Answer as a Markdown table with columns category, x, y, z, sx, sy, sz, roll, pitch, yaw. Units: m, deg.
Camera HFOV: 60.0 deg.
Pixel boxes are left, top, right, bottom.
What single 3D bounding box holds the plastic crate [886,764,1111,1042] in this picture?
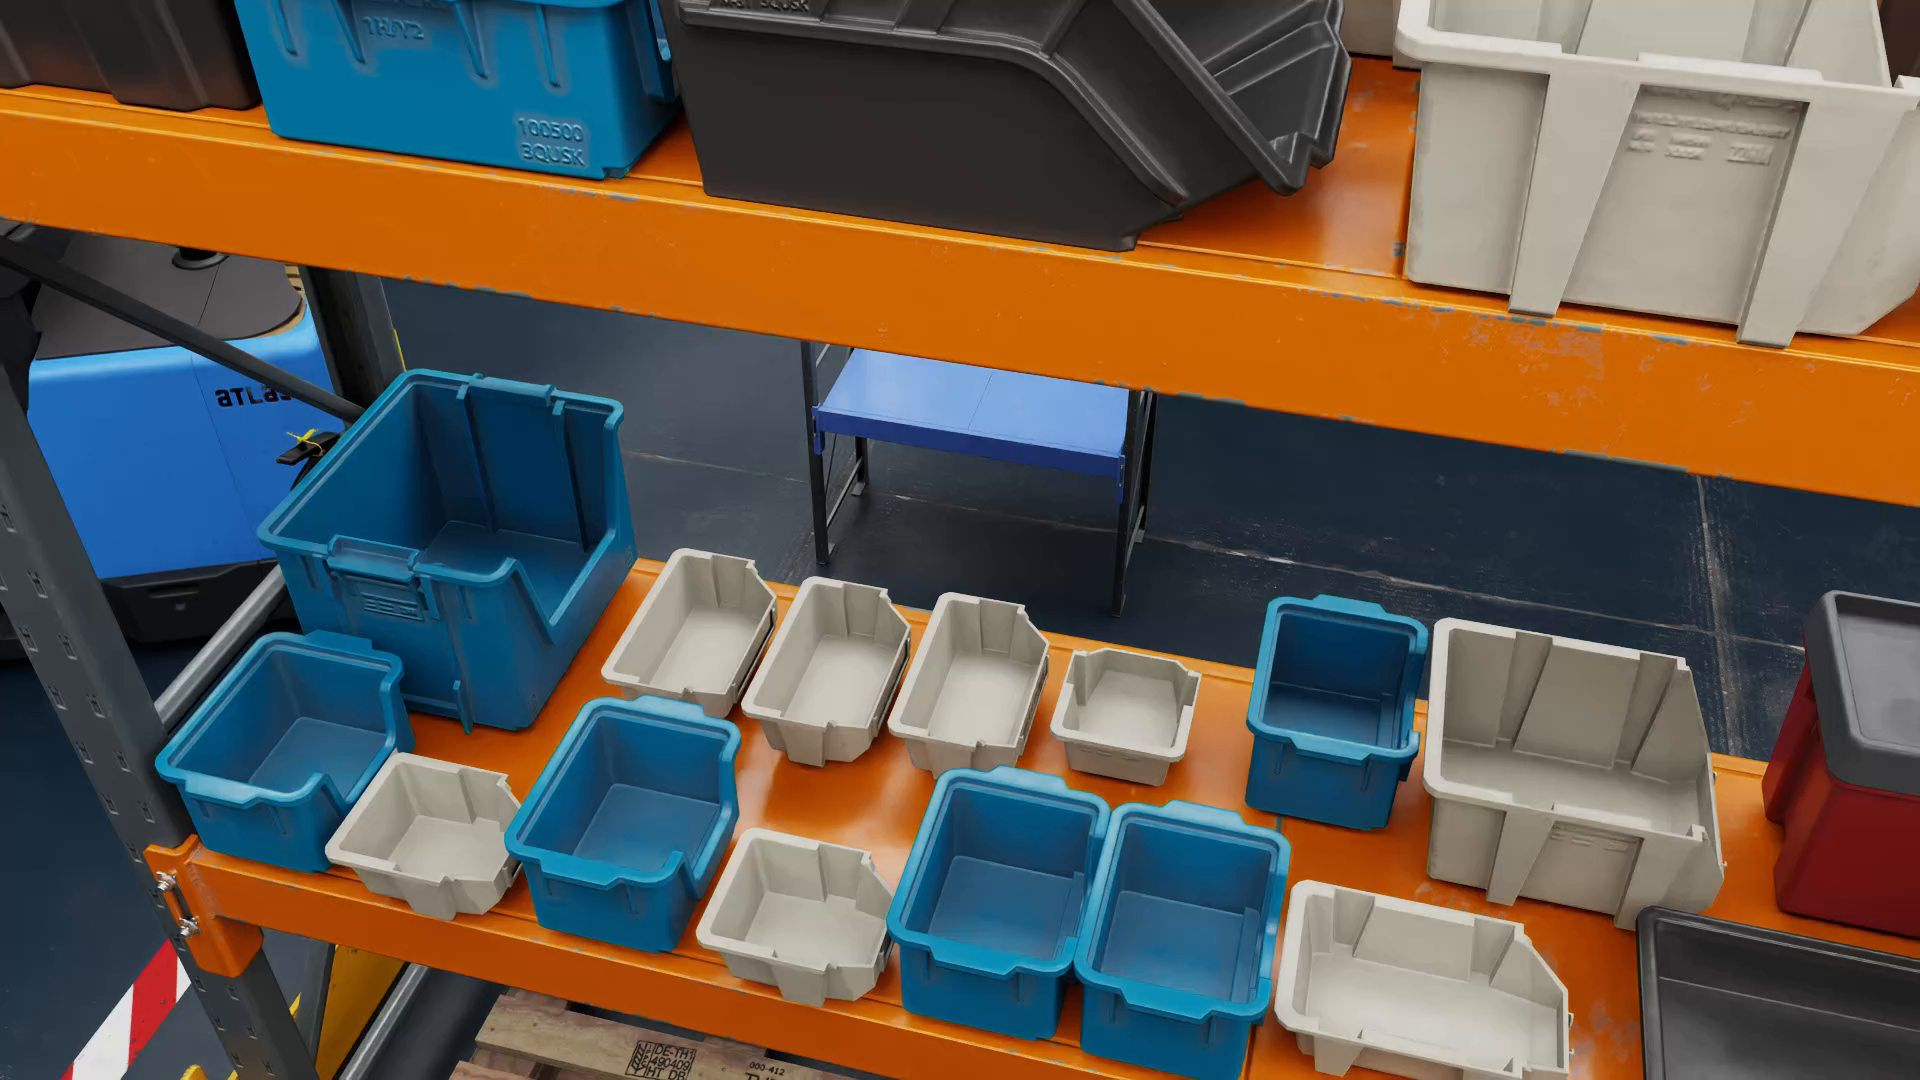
| category | x | y | z | sx | sy | sz | roll | pitch | yaw |
| --- | --- | --- | --- | --- | --- | --- | --- | --- | --- |
| plastic crate | 0.068 | 0.613 | 2.771 | 0.300 | 0.233 | 0.416 | 10 | 41 | 11 |

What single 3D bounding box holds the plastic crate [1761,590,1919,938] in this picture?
| category | x | y | z | sx | sy | sz | roll | pitch | yaw |
| --- | --- | --- | --- | --- | --- | --- | --- | --- | --- |
| plastic crate | 1.709 | 0.421 | 2.820 | 0.583 | 0.464 | 0.402 | 10 | 41 | 11 |

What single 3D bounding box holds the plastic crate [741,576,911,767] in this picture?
| category | x | y | z | sx | sy | sz | roll | pitch | yaw |
| --- | --- | --- | --- | --- | --- | --- | --- | --- | --- |
| plastic crate | -0.246 | 0.266 | 3.259 | 0.243 | 0.136 | 0.396 | 10 | 41 | 11 |

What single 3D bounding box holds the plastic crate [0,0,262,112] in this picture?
| category | x | y | z | sx | sy | sz | roll | pitch | yaw |
| --- | --- | --- | --- | --- | --- | --- | --- | --- | --- |
| plastic crate | -1.057 | -0.754 | 2.084 | 0.590 | 0.269 | 0.497 | 10 | 41 | 11 |

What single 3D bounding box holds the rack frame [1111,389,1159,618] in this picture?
| category | x | y | z | sx | sy | sz | roll | pitch | yaw |
| --- | --- | --- | --- | --- | --- | --- | --- | --- | --- |
| rack frame | 0.573 | -0.476 | 5.150 | 0.032 | 1.500 | 0.500 | 10 | 41 | 11 |

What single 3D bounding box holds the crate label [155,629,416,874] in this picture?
| category | x | y | z | sx | sy | sz | roll | pitch | yaw |
| --- | --- | --- | --- | --- | --- | --- | --- | --- | --- |
| crate label | -1.204 | 0.394 | 3.032 | 0.303 | 0.233 | 0.416 | 10 | 41 | 11 |

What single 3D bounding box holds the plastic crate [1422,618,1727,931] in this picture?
| category | x | y | z | sx | sy | sz | roll | pitch | yaw |
| --- | --- | --- | --- | --- | --- | --- | --- | --- | --- |
| plastic crate | 1.080 | 0.427 | 2.955 | 0.530 | 0.282 | 0.437 | 10 | 41 | 11 |

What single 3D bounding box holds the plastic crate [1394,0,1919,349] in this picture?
| category | x | y | z | sx | sy | sz | roll | pitch | yaw |
| --- | --- | --- | --- | --- | --- | --- | --- | --- | --- |
| plastic crate | 0.704 | -0.435 | 1.696 | 0.530 | 0.282 | 0.437 | 10 | 41 | 11 |

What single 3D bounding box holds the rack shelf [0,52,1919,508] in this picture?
| category | x | y | z | sx | sy | sz | roll | pitch | yaw |
| --- | --- | --- | --- | --- | --- | --- | --- | --- | --- |
| rack shelf | 0.575 | -0.433 | 2.160 | 4.000 | 0.370 | 1.077 | 10 | 41 | 11 |

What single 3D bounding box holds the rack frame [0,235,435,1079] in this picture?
| category | x | y | z | sx | sy | sz | roll | pitch | yaw |
| --- | --- | --- | --- | --- | --- | --- | --- | --- | --- |
| rack frame | -1.357 | 0.108 | 3.289 | 0.127 | 3.000 | 1.000 | 10 | 41 | 11 |

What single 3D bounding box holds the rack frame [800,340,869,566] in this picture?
| category | x | y | z | sx | sy | sz | roll | pitch | yaw |
| --- | --- | --- | --- | --- | --- | --- | --- | --- | --- |
| rack frame | -0.409 | -0.645 | 5.351 | 0.032 | 1.500 | 0.500 | 10 | 41 | 11 |

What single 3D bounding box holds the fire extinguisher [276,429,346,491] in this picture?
| category | x | y | z | sx | sy | sz | roll | pitch | yaw |
| --- | --- | --- | --- | --- | --- | --- | --- | --- | --- |
| fire extinguisher | -1.385 | -0.027 | 3.800 | 0.183 | 0.674 | 0.296 | 10 | 41 | 11 |

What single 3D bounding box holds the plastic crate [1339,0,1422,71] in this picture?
| category | x | y | z | sx | sy | sz | roll | pitch | yaw |
| --- | --- | --- | --- | --- | --- | --- | --- | --- | --- |
| plastic crate | 0.703 | -0.751 | 2.184 | 0.530 | 0.136 | 0.437 | 10 | 41 | 11 |

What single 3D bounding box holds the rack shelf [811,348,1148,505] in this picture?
| category | x | y | z | sx | sy | sz | roll | pitch | yaw |
| --- | --- | --- | --- | --- | --- | --- | --- | --- | --- |
| rack shelf | 0.082 | -0.422 | 5.366 | 1.000 | 0.185 | 0.538 | 10 | 41 | 11 |

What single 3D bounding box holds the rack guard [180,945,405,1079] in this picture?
| category | x | y | z | sx | sy | sz | roll | pitch | yaw |
| --- | --- | --- | --- | --- | --- | --- | --- | --- | --- |
| rack guard | -1.383 | 1.069 | 4.088 | 0.348 | 0.500 | 1.175 | 10 | 41 | 11 |

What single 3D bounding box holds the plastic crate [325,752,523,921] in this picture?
| category | x | y | z | sx | sy | sz | roll | pitch | yaw |
| --- | --- | --- | --- | --- | --- | --- | --- | --- | --- |
| plastic crate | -0.915 | 0.536 | 2.938 | 0.298 | 0.136 | 0.250 | 10 | 41 | 11 |

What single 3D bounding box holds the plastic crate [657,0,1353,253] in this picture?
| category | x | y | z | sx | sy | sz | roll | pitch | yaw |
| --- | --- | --- | --- | --- | --- | --- | --- | --- | --- |
| plastic crate | 0.048 | -0.592 | 1.839 | 0.767 | 0.338 | 0.504 | 10 | 41 | 11 |

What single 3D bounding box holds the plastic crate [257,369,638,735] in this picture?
| category | x | y | z | sx | sy | sz | roll | pitch | yaw |
| --- | --- | --- | --- | --- | --- | --- | --- | --- | --- |
| plastic crate | -0.985 | 0.011 | 3.331 | 0.499 | 0.435 | 0.616 | 10 | 41 | 11 |

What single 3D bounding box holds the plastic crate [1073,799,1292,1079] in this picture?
| category | x | y | z | sx | sy | sz | roll | pitch | yaw |
| --- | --- | --- | --- | --- | --- | --- | --- | --- | --- |
| plastic crate | 0.358 | 0.663 | 2.712 | 0.300 | 0.233 | 0.416 | 10 | 41 | 11 |

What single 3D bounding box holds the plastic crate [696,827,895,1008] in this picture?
| category | x | y | z | sx | sy | sz | roll | pitch | yaw |
| --- | --- | --- | --- | --- | --- | --- | --- | --- | --- |
| plastic crate | -0.260 | 0.649 | 2.804 | 0.298 | 0.136 | 0.250 | 10 | 41 | 11 |

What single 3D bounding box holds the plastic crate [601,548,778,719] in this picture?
| category | x | y | z | sx | sy | sz | roll | pitch | yaw |
| --- | --- | --- | --- | --- | --- | --- | --- | --- | --- |
| plastic crate | -0.522 | 0.209 | 3.327 | 0.243 | 0.136 | 0.396 | 10 | 41 | 11 |

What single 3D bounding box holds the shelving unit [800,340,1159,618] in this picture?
| category | x | y | z | sx | sy | sz | roll | pitch | yaw |
| --- | --- | --- | --- | --- | --- | --- | --- | --- | --- |
| shelving unit | 0.082 | -0.560 | 5.251 | 1.048 | 1.500 | 0.538 | 10 | 41 | 11 |

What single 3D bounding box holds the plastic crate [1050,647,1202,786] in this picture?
| category | x | y | z | sx | sy | sz | roll | pitch | yaw |
| --- | --- | --- | --- | --- | --- | --- | --- | --- | --- |
| plastic crate | 0.320 | 0.335 | 3.177 | 0.250 | 0.136 | 0.298 | 10 | 41 | 11 |

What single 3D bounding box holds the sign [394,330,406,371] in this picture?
| category | x | y | z | sx | sy | sz | roll | pitch | yaw |
| --- | --- | --- | --- | --- | --- | --- | --- | --- | --- |
| sign | -1.230 | -0.299 | 3.647 | 0.005 | 0.325 | 0.100 | 10 | 41 | 11 |

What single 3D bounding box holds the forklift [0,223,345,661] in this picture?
| category | x | y | z | sx | sy | sz | roll | pitch | yaw |
| --- | --- | --- | --- | --- | --- | --- | --- | --- | --- |
| forklift | -3.403 | -1.002 | 4.664 | 3.031 | 2.935 | 1.130 | -7 | 41 | -9 |

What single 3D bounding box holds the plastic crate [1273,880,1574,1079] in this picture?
| category | x | y | z | sx | sy | sz | roll | pitch | yaw |
| --- | --- | --- | --- | --- | --- | --- | --- | --- | --- |
| plastic crate | 0.747 | 0.748 | 2.685 | 0.466 | 0.136 | 0.293 | 10 | 41 | 11 |

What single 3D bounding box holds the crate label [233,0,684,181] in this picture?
| category | x | y | z | sx | sy | sz | roll | pitch | yaw |
| --- | --- | --- | --- | --- | --- | --- | --- | --- | --- |
| crate label | -0.549 | -0.630 | 1.951 | 0.502 | 0.251 | 0.408 | 10 | 41 | 11 |

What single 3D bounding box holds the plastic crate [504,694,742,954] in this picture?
| category | x | y | z | sx | sy | sz | roll | pitch | yaw |
| --- | --- | --- | --- | --- | --- | --- | --- | --- | --- |
| plastic crate | -0.568 | 0.504 | 2.901 | 0.300 | 0.233 | 0.416 | 10 | 41 | 11 |

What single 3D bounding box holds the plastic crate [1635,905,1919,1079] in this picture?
| category | x | y | z | sx | sy | sz | roll | pitch | yaw |
| --- | --- | --- | --- | --- | --- | --- | --- | --- | --- |
| plastic crate | 1.356 | 0.836 | 2.590 | 0.590 | 0.125 | 0.437 | 10 | 41 | 11 |

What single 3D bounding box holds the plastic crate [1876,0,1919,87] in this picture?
| category | x | y | z | sx | sy | sz | roll | pitch | yaw |
| --- | --- | --- | --- | --- | --- | --- | --- | --- | --- |
| plastic crate | 1.378 | -0.703 | 2.024 | 0.590 | 0.269 | 0.497 | 10 | 41 | 11 |

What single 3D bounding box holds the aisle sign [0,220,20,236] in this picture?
| category | x | y | z | sx | sy | sz | roll | pitch | yaw |
| --- | --- | --- | --- | --- | --- | --- | --- | --- | --- |
| aisle sign | -1.503 | -0.715 | 2.248 | 0.004 | 0.787 | 0.394 | 10 | 41 | 11 |

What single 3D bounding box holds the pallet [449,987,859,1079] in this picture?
| category | x | y | z | sx | sy | sz | roll | pitch | yaw |
| --- | --- | --- | --- | --- | --- | --- | --- | --- | --- |
| pallet | -0.570 | 1.337 | 3.994 | 1.213 | 0.211 | 1.003 | 10 | 41 | 11 |

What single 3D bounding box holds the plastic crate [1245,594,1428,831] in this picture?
| category | x | y | z | sx | sy | sz | roll | pitch | yaw |
| --- | --- | --- | --- | --- | --- | --- | --- | --- | --- |
| plastic crate | 0.693 | 0.331 | 3.107 | 0.300 | 0.233 | 0.416 | 10 | 41 | 11 |

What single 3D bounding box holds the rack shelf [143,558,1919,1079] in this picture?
| category | x | y | z | sx | sy | sz | roll | pitch | yaw |
| --- | --- | --- | --- | --- | --- | --- | --- | --- | --- |
| rack shelf | 0.575 | 0.716 | 3.125 | 4.000 | 0.370 | 1.077 | 10 | 41 | 11 |

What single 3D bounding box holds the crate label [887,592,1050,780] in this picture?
| category | x | y | z | sx | sy | sz | roll | pitch | yaw |
| --- | --- | --- | --- | --- | --- | --- | --- | --- | --- |
| crate label | 0.029 | 0.297 | 3.222 | 0.243 | 0.136 | 0.396 | 10 | 41 | 11 |
